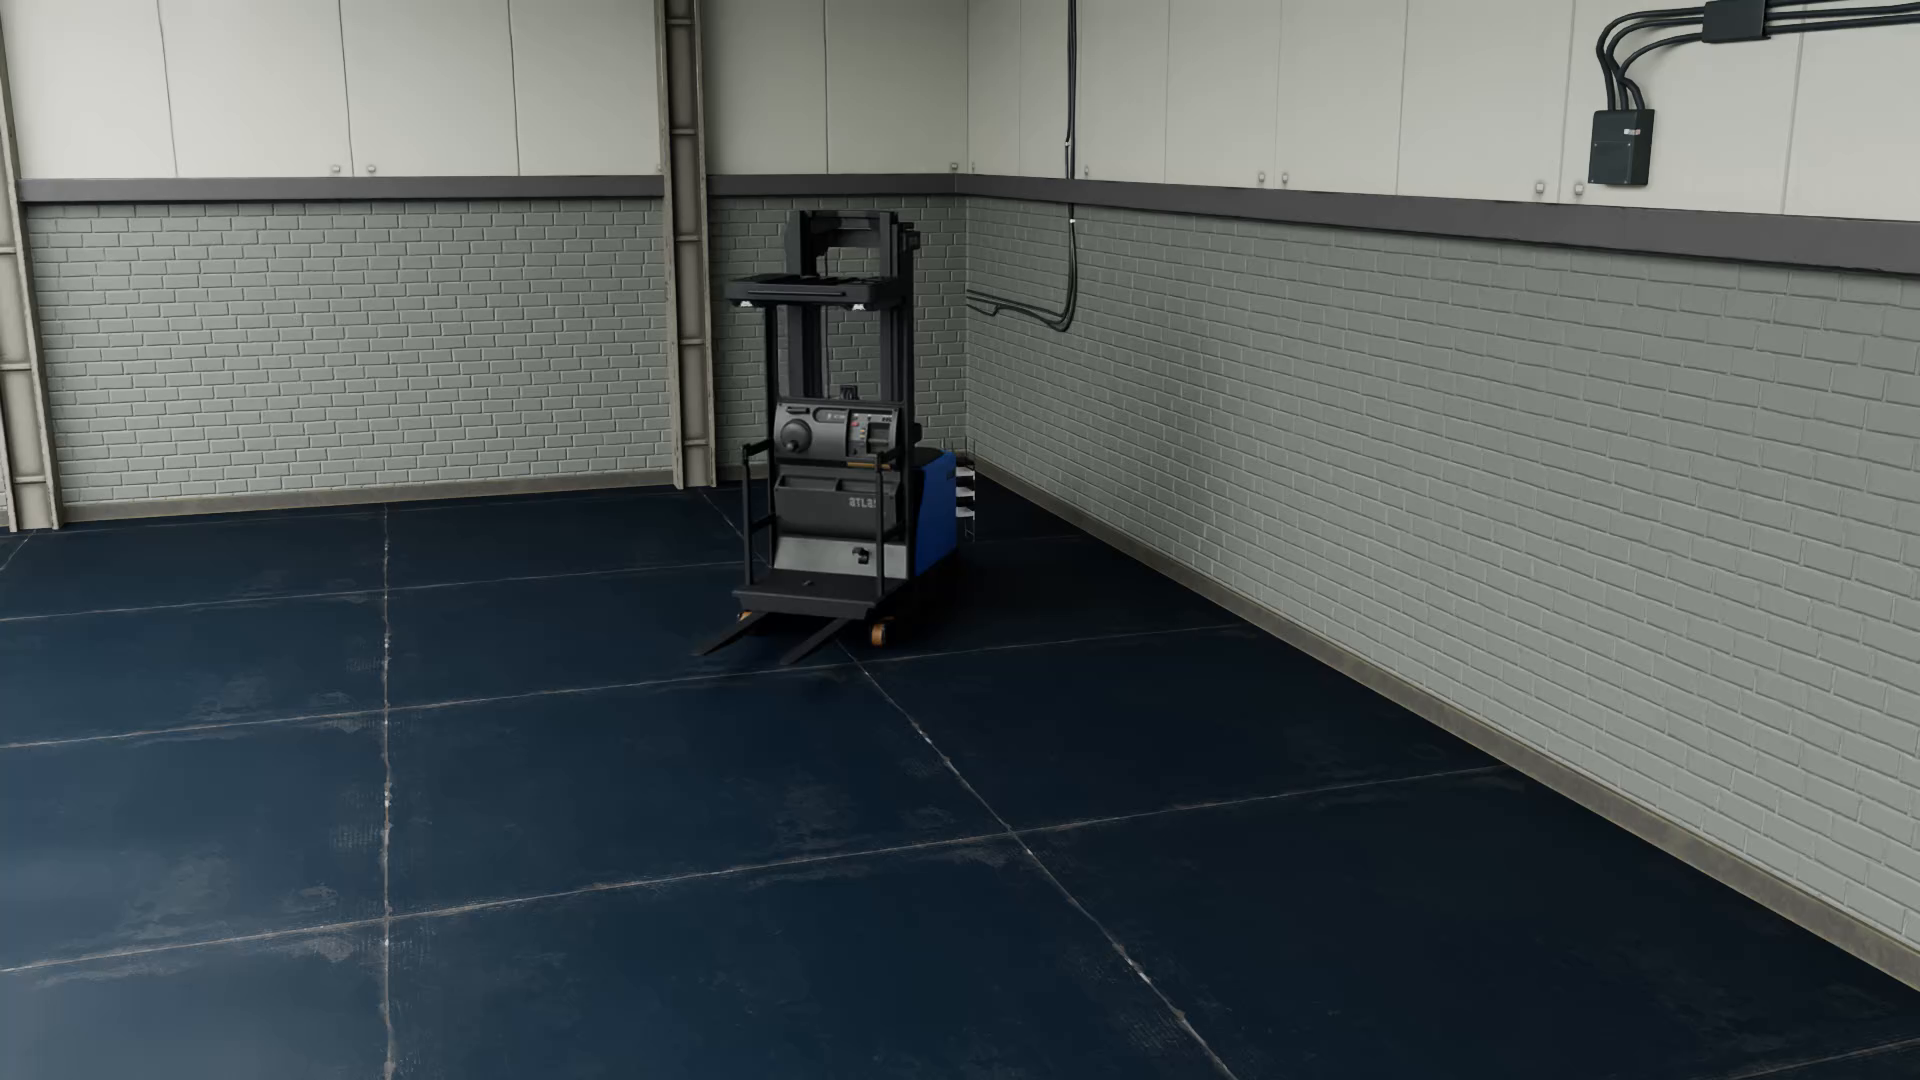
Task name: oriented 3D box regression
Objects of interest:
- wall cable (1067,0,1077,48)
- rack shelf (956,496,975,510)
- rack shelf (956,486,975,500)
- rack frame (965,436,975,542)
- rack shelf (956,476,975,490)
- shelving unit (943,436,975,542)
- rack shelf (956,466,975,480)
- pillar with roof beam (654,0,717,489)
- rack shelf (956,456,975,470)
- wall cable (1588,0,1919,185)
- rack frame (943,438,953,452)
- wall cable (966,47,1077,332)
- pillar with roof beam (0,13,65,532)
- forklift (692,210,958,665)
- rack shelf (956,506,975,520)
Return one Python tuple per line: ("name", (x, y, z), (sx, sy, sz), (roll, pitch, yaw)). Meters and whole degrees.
("wall cable", (1.367, -5.221, 12.940), (0.112, 2.526, 3.097), (-4, 14, -18))
("rack shelf", (-0.008, -0.317, 14.565), (0.200, 0.077, 0.258), (-4, 14, -18))
("rack shelf", (-0.008, -0.405, 14.544), (0.200, 0.077, 0.258), (-4, 14, -18))
("rack frame", (0.089, -0.445, 14.568), (0.006, 0.900, 0.240), (-4, 14, -18))
("rack shelf", (-0.008, -0.492, 14.523), (0.200, 0.077, 0.258), (-4, 14, -18))
("shelving unit", (-0.008, -0.437, 14.536), (0.210, 0.900, 0.258), (-4, 14, -18))
("rack shelf", (-0.008, -0.580, 14.502), (0.200, 0.077, 0.258), (-4, 14, -18))
("pillar with roof beam", (-1.337, -3.996, 11.996), (0.400, 9.000, 9.100), (-4, 14, -18))
("rack shelf", (-0.008, -0.667, 14.481), (0.200, 0.077, 0.258), (-4, 14, -18))
("wall cable", (3.517, -4.439, 6.508), (0.169, 6.003, 2.305), (-4, 14, -18))
("rack frame", (-0.104, -0.430, 14.505), (0.006, 0.900, 0.240), (-4, 14, -18))
("wall cable", (0.504, -3.357, 16.019), (0.112, 2.526, 3.097), (-4, 14, -18))
("pillar with roof beam", (-7.024, -3.553, 10.134), (0.400, 9.000, 9.100), (-4, 14, -18))
("forklift", (-0.941, -0.788, 11.621), (1.130, 2.935, 3.031), (4, 14, 17))
("rack shelf", (-0.008, -0.230, 14.585), (0.200, 0.077, 0.258), (-4, 14, -18))
